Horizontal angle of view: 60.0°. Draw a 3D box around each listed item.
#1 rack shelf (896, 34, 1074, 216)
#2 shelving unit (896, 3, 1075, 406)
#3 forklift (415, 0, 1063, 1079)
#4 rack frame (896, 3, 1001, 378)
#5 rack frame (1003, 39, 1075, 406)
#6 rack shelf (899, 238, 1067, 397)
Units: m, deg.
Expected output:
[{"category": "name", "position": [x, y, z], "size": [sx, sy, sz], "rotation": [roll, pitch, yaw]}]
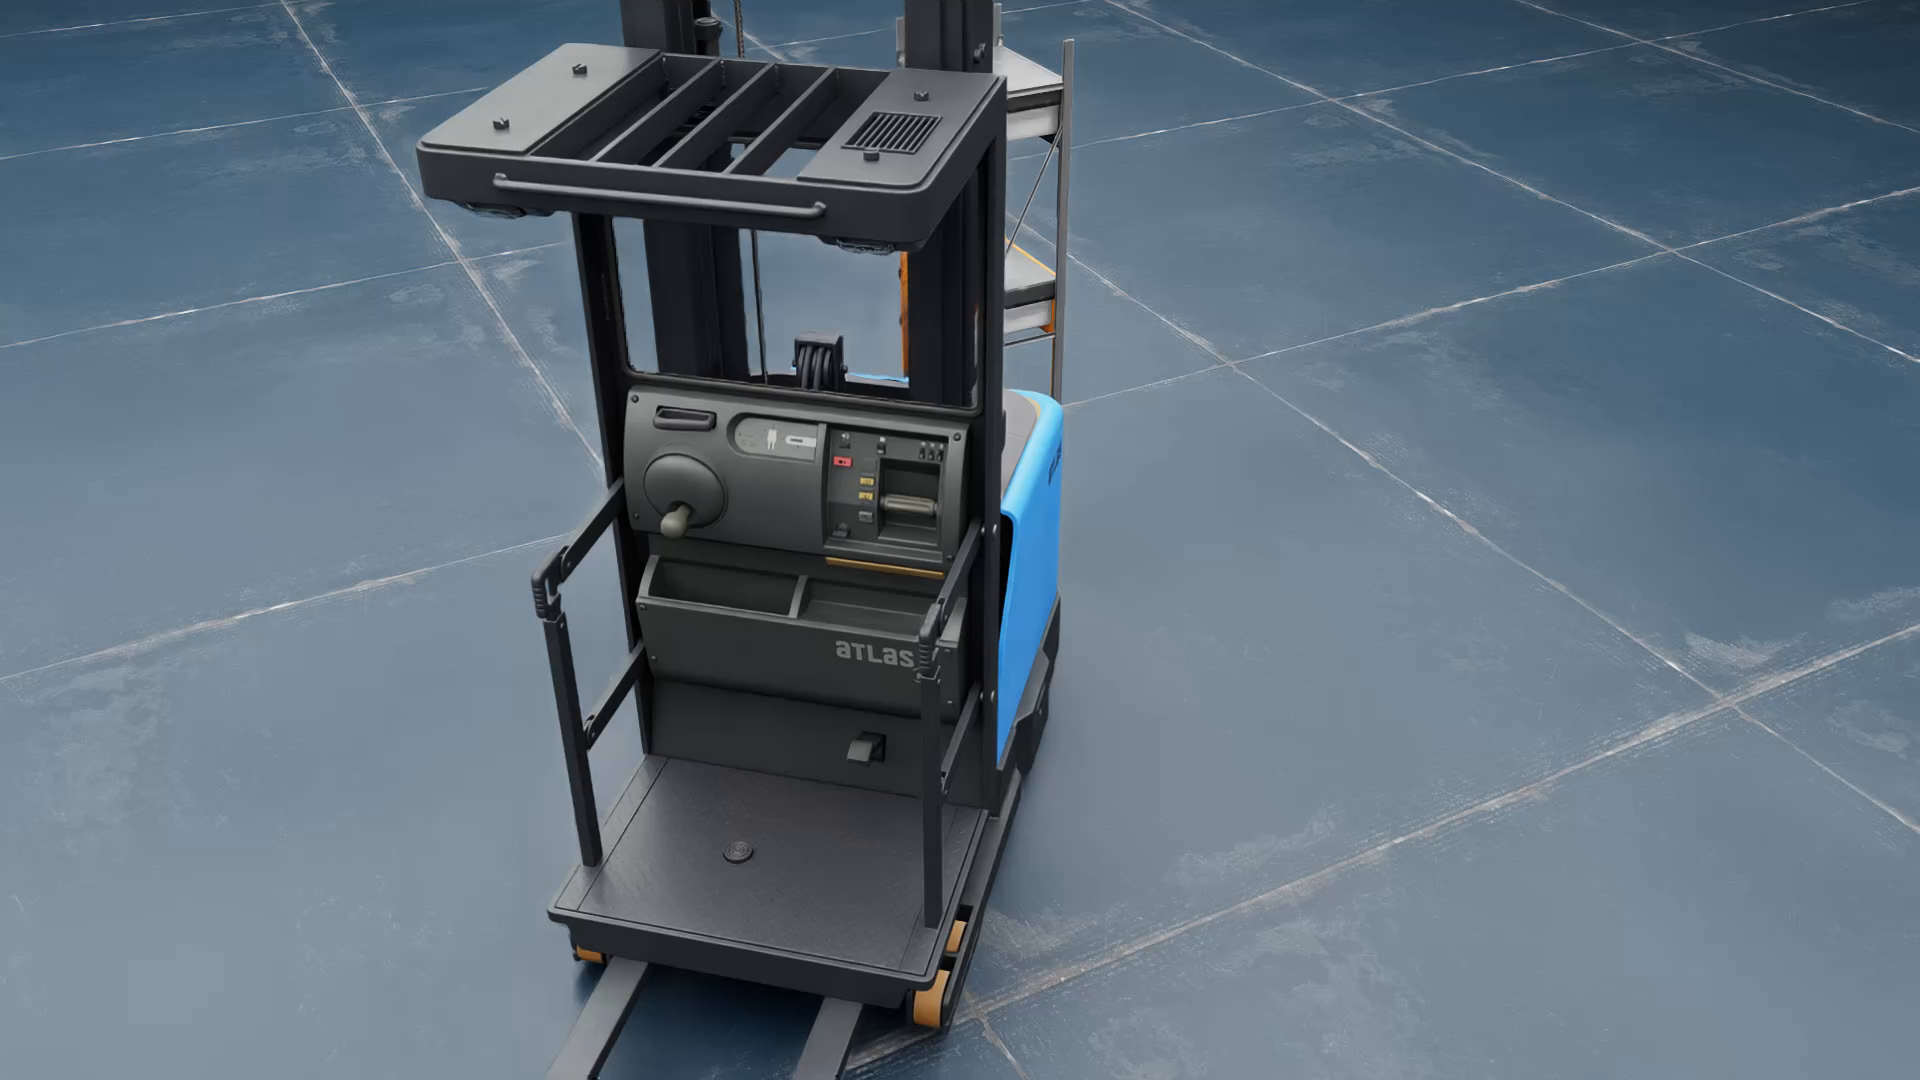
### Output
[{"category": "rack shelf", "position": [0.077, -1.383, 5.690], "size": [0.431, 0.518, 0.480], "rotation": [-16, 36, -23]}, {"category": "shelving unit", "position": [0.077, -0.805, 6.060], "size": [0.431, 2.100, 0.503], "rotation": [-16, 36, -23]}, {"category": "forklift", "position": [-0.490, -0.106, 4.199], "size": [1.130, 2.935, 3.031], "rotation": [7, 33, 12]}, {"category": "rack frame", "position": [-0.037, -0.922, 6.242], "size": [0.400, 2.100, 0.015], "rotation": [-16, 36, -23]}, {"category": "rack frame", "position": [0.191, -0.689, 5.879], "size": [0.400, 2.100, 0.015], "rotation": [-16, 36, -23]}, {"category": "rack shelf", "position": [0.077, -0.794, 6.068], "size": [0.431, 0.518, 0.480], "rotation": [-16, 36, -23]}]
